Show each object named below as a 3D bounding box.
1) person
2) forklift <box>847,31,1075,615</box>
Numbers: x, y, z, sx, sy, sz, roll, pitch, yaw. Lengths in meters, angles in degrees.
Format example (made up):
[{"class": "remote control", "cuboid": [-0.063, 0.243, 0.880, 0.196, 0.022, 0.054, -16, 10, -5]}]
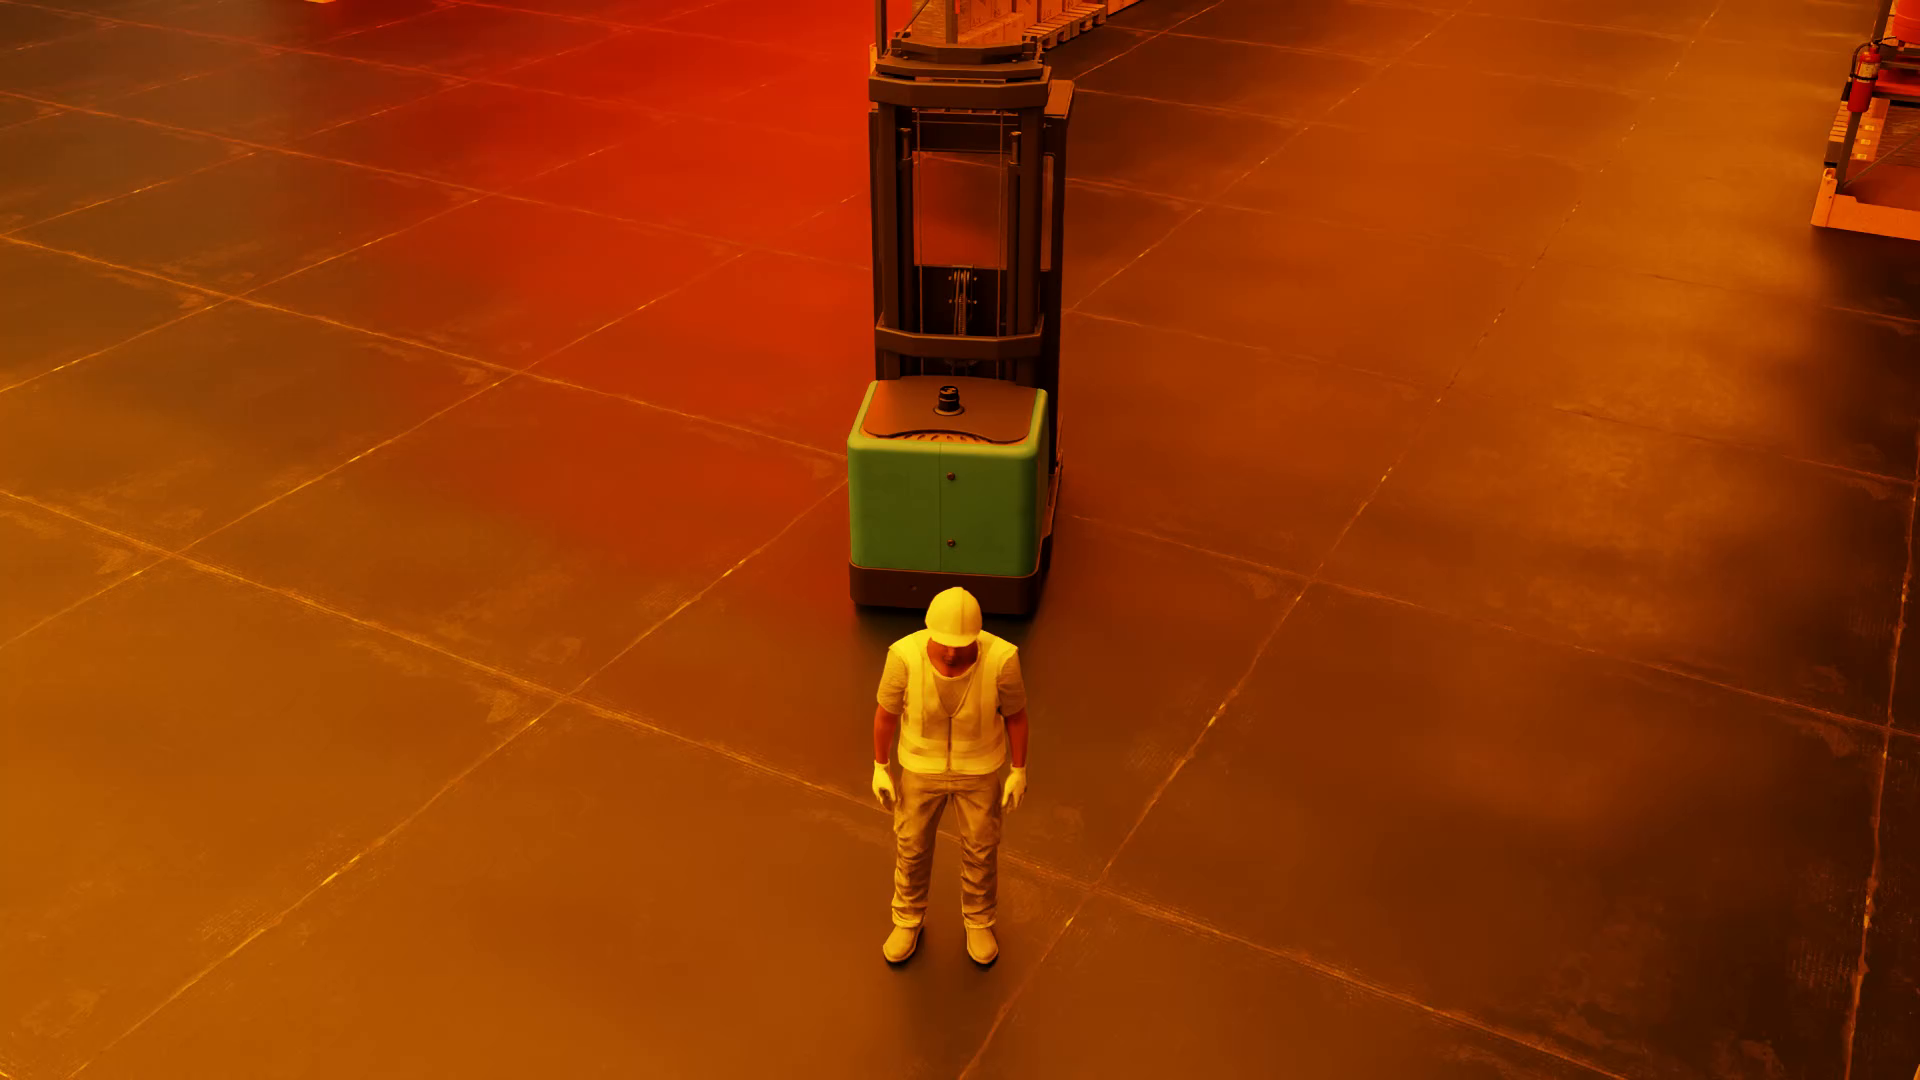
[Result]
[{"class": "person", "cuboid": [-0.040, 0.927, 6.625, 0.618, 1.774, 0.452, 1, 30, 2]}, {"class": "forklift", "cuboid": [0.072, -1.572, 9.794, 1.130, 2.935, 3.031, 3, 30, 6]}]
